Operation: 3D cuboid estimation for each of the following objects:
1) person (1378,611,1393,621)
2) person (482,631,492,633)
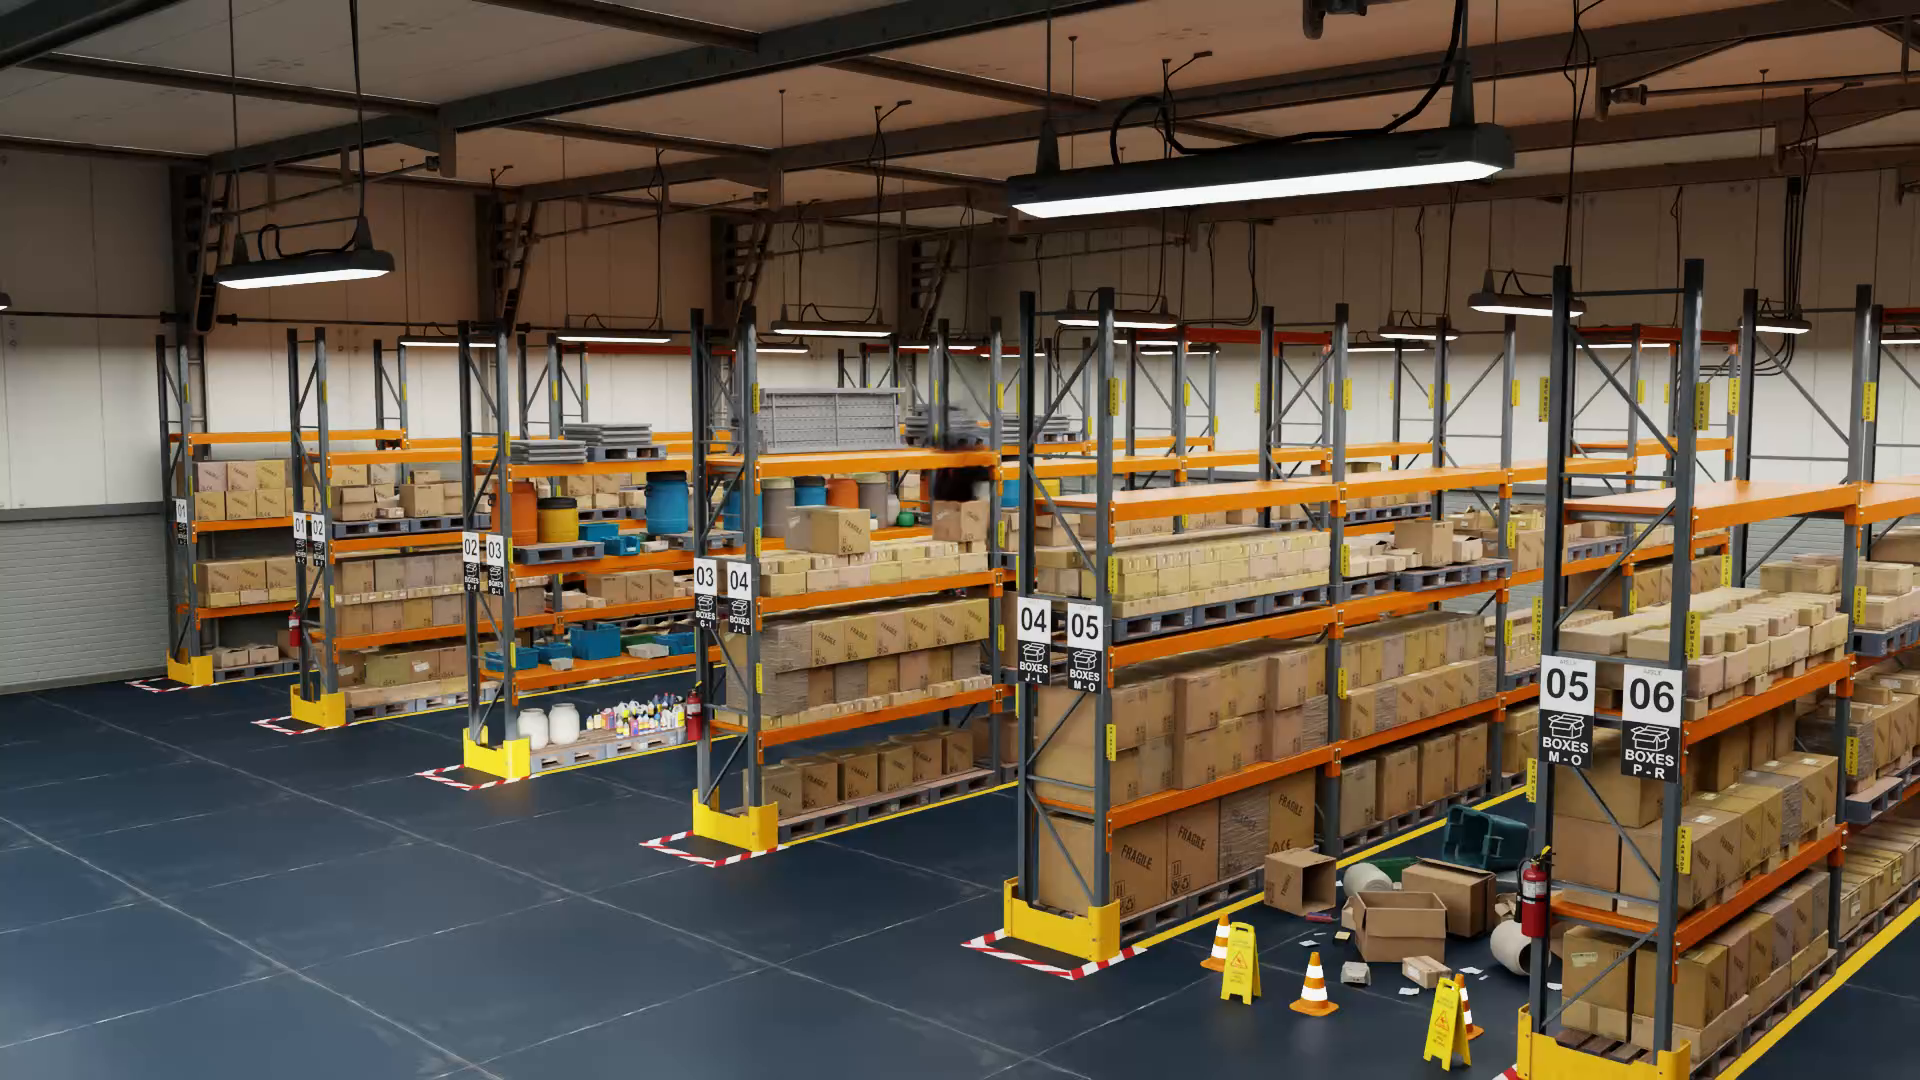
[{"bbox_3d":[6.554,1.889,25.789,0.591,1.733,0.820,4,7,36],"label":"person"},{"bbox_3d":[-8.374,1.597,29.353,0.584,1.674,0.668,5,7,41],"label":"person"}]
